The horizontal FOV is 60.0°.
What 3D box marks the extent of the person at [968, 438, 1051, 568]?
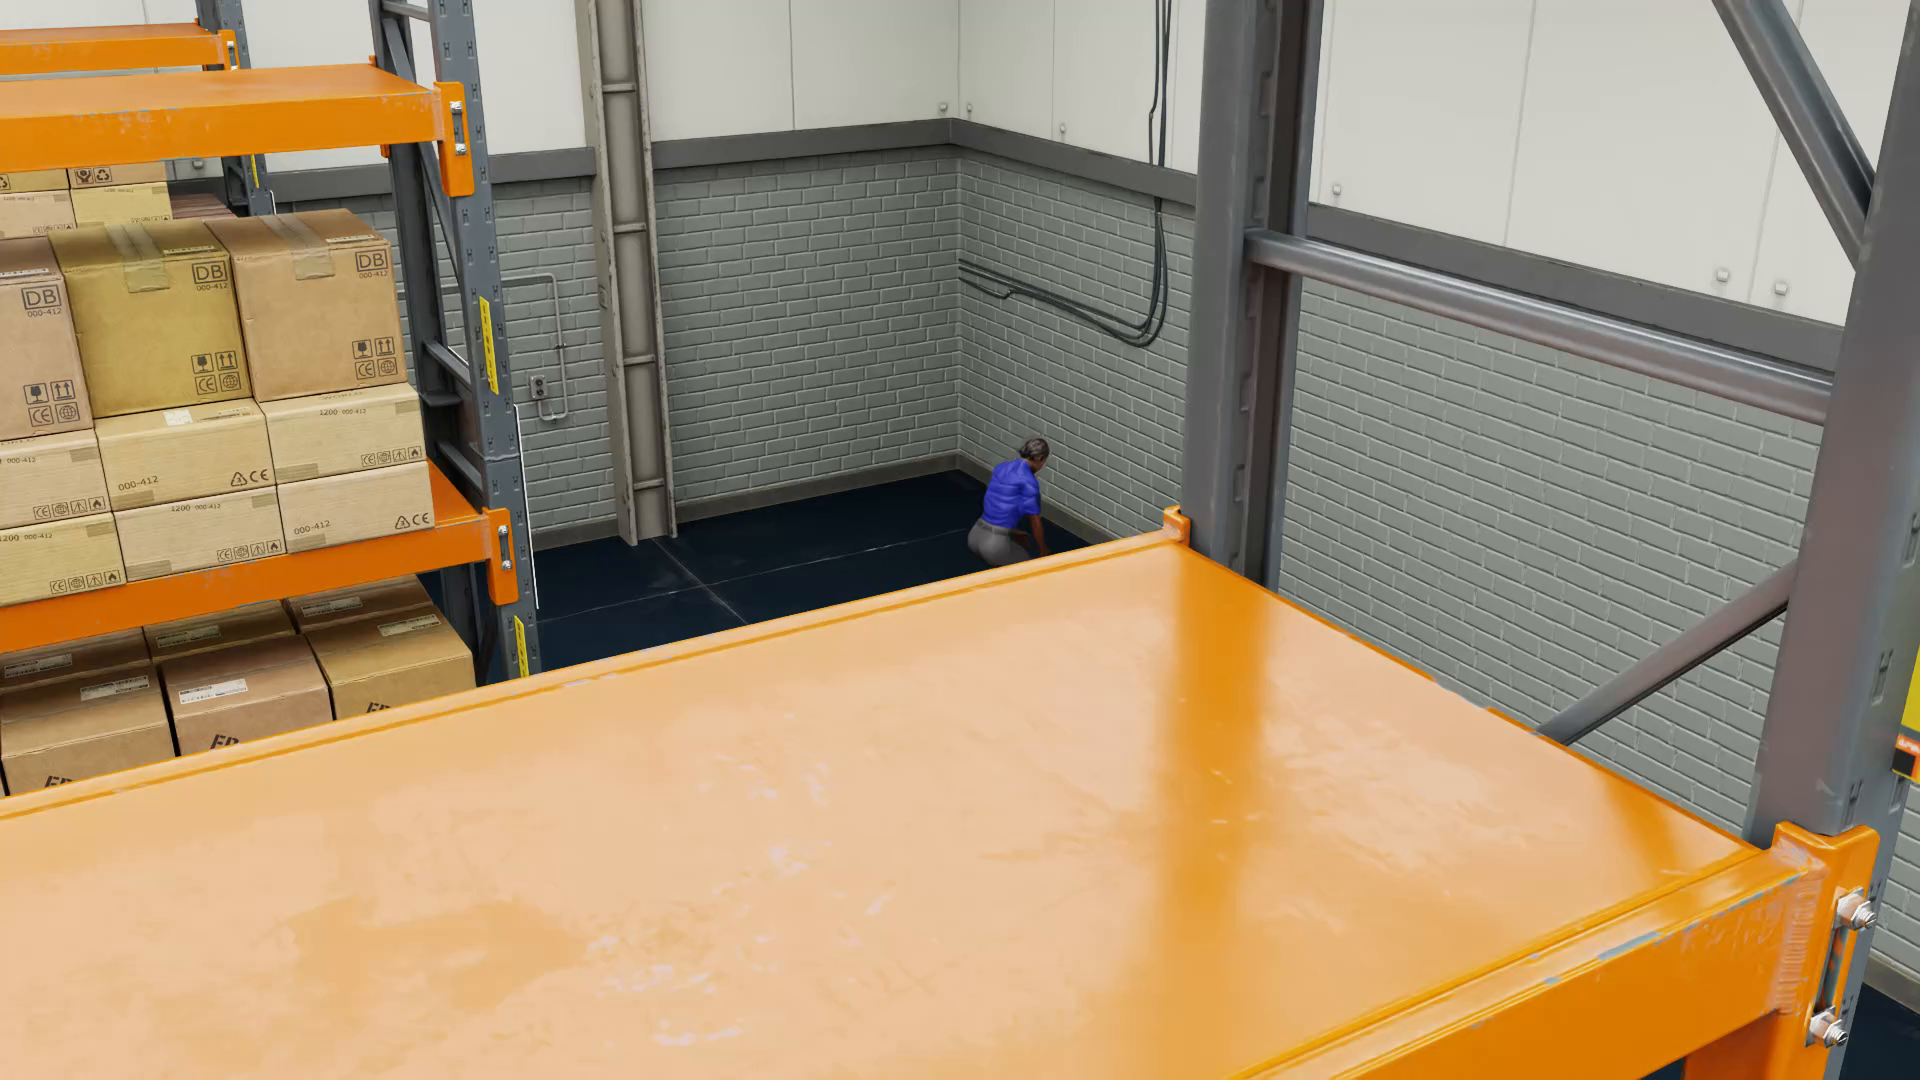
[{"bbox_3d":[0.340,-0.003,11.476,0.617,1.390,0.495,-12,25,-28],"label":"person"}]
